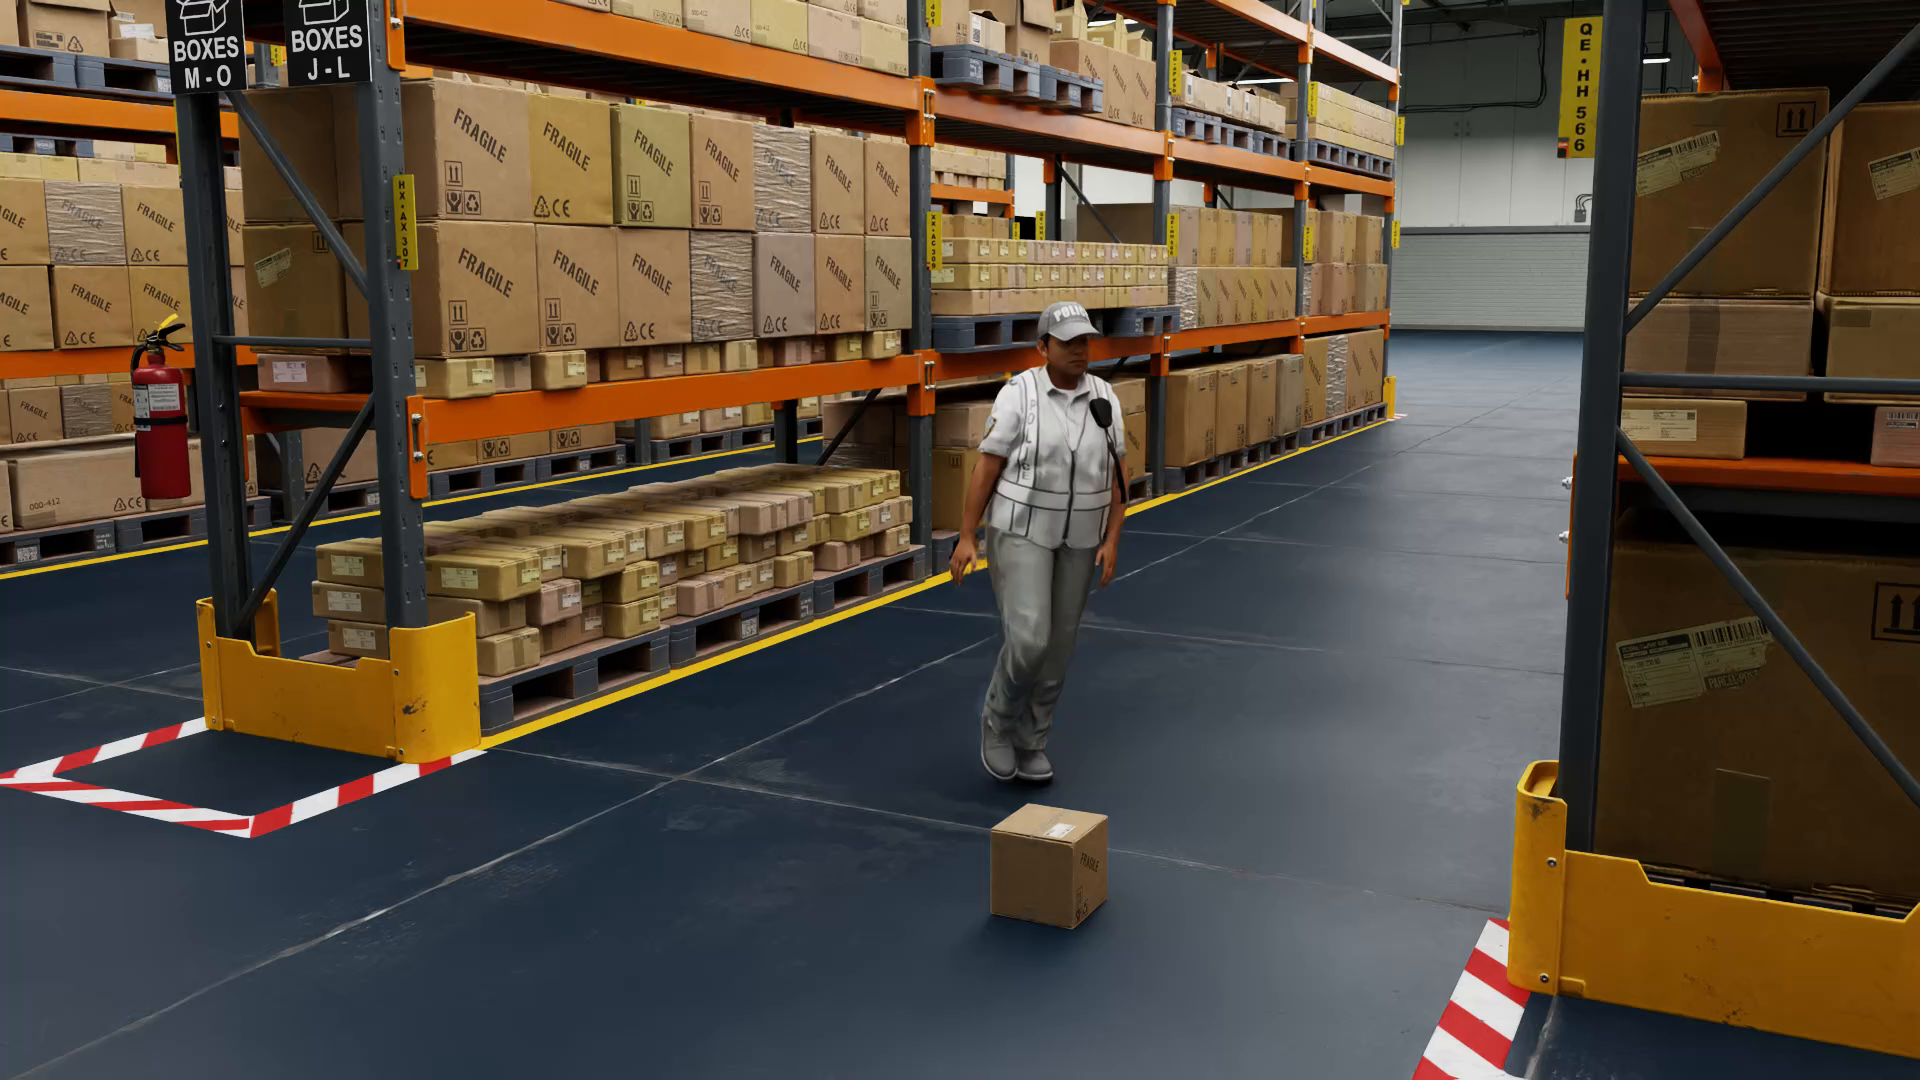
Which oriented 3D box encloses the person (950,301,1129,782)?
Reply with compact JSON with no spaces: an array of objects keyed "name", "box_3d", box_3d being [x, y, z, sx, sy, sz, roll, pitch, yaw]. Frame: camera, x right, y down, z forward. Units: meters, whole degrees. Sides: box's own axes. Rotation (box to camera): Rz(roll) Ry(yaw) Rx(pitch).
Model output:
[{"name":"person","box_3d":[0.273,0.018,5.671,0.612,1.651,0.464,-3,10,-19]}]
